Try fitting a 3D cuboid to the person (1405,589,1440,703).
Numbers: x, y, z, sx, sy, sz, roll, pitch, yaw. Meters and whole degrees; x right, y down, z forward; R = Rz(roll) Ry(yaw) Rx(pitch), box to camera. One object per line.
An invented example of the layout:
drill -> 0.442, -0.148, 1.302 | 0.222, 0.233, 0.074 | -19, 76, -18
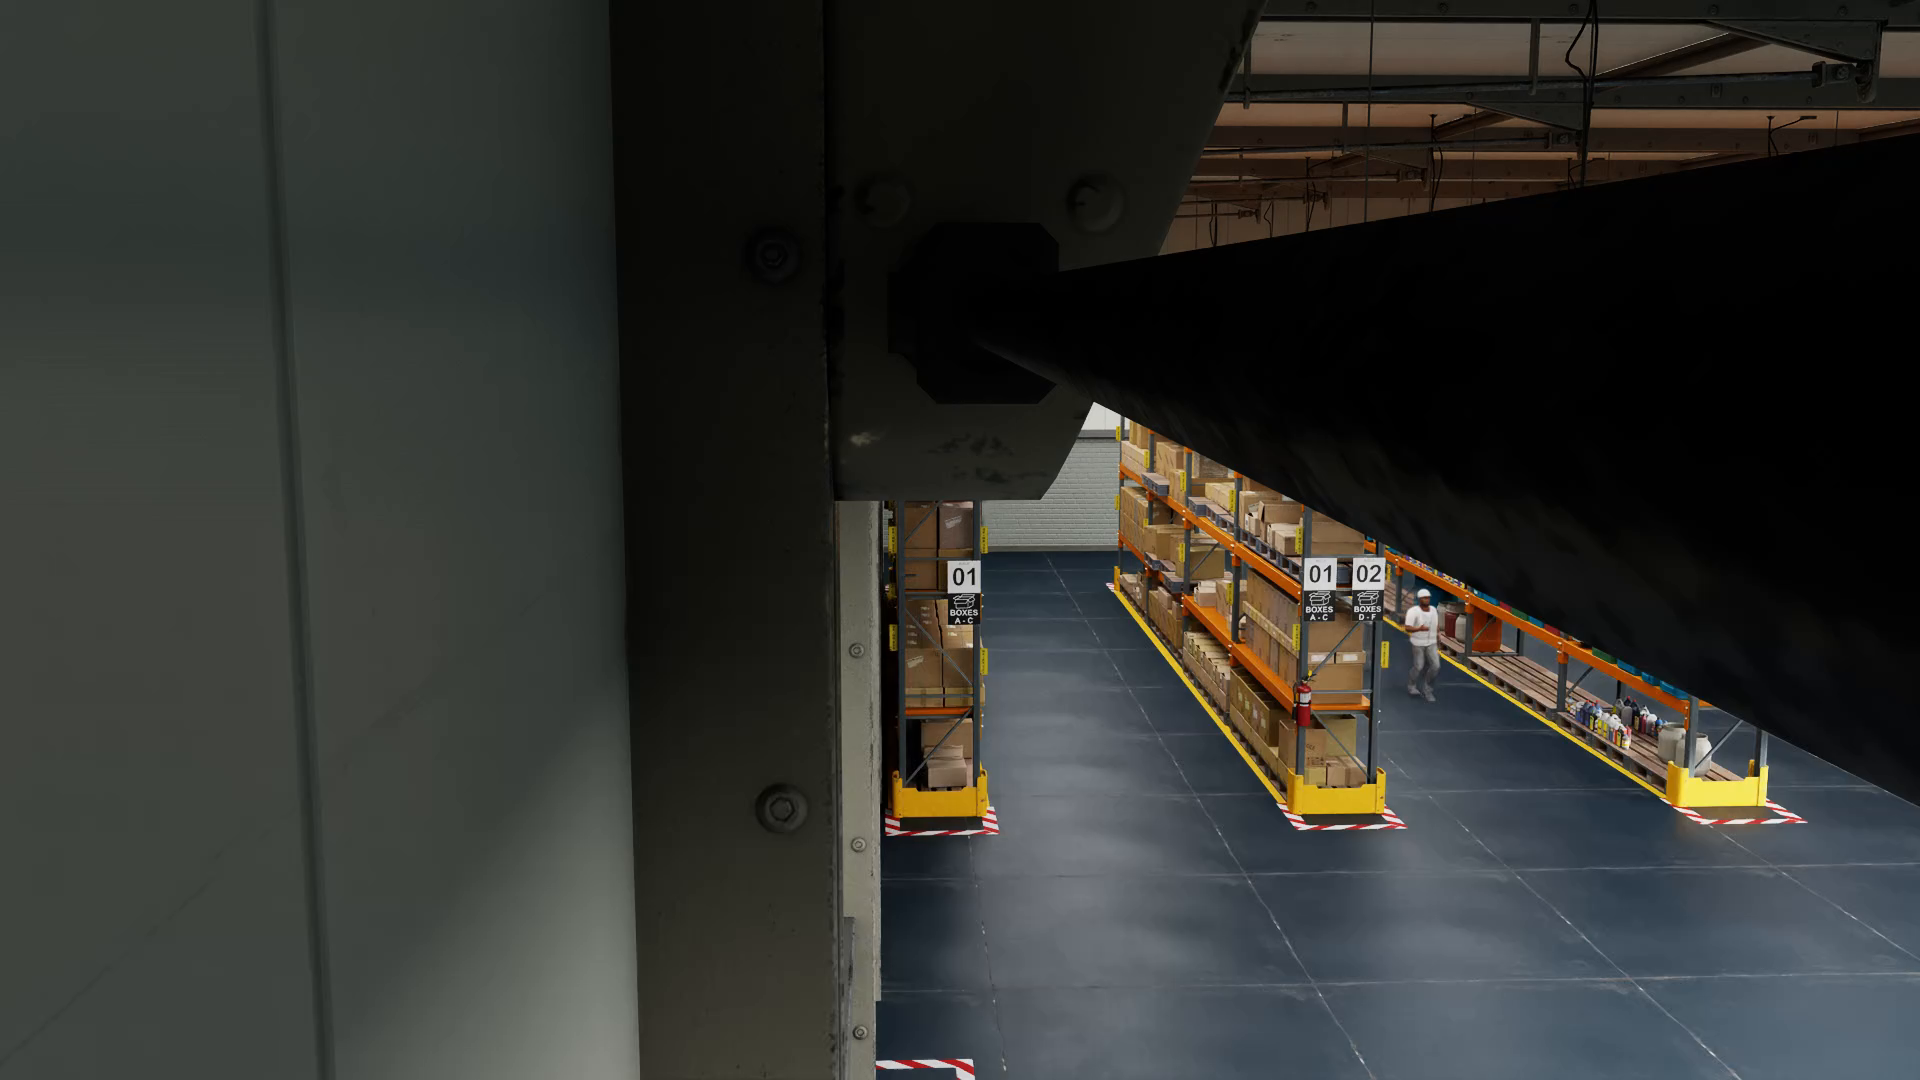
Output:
person -> 7.366, 1.676, 26.383 | 0.673, 1.812, 0.706 | -2, 8, -12
